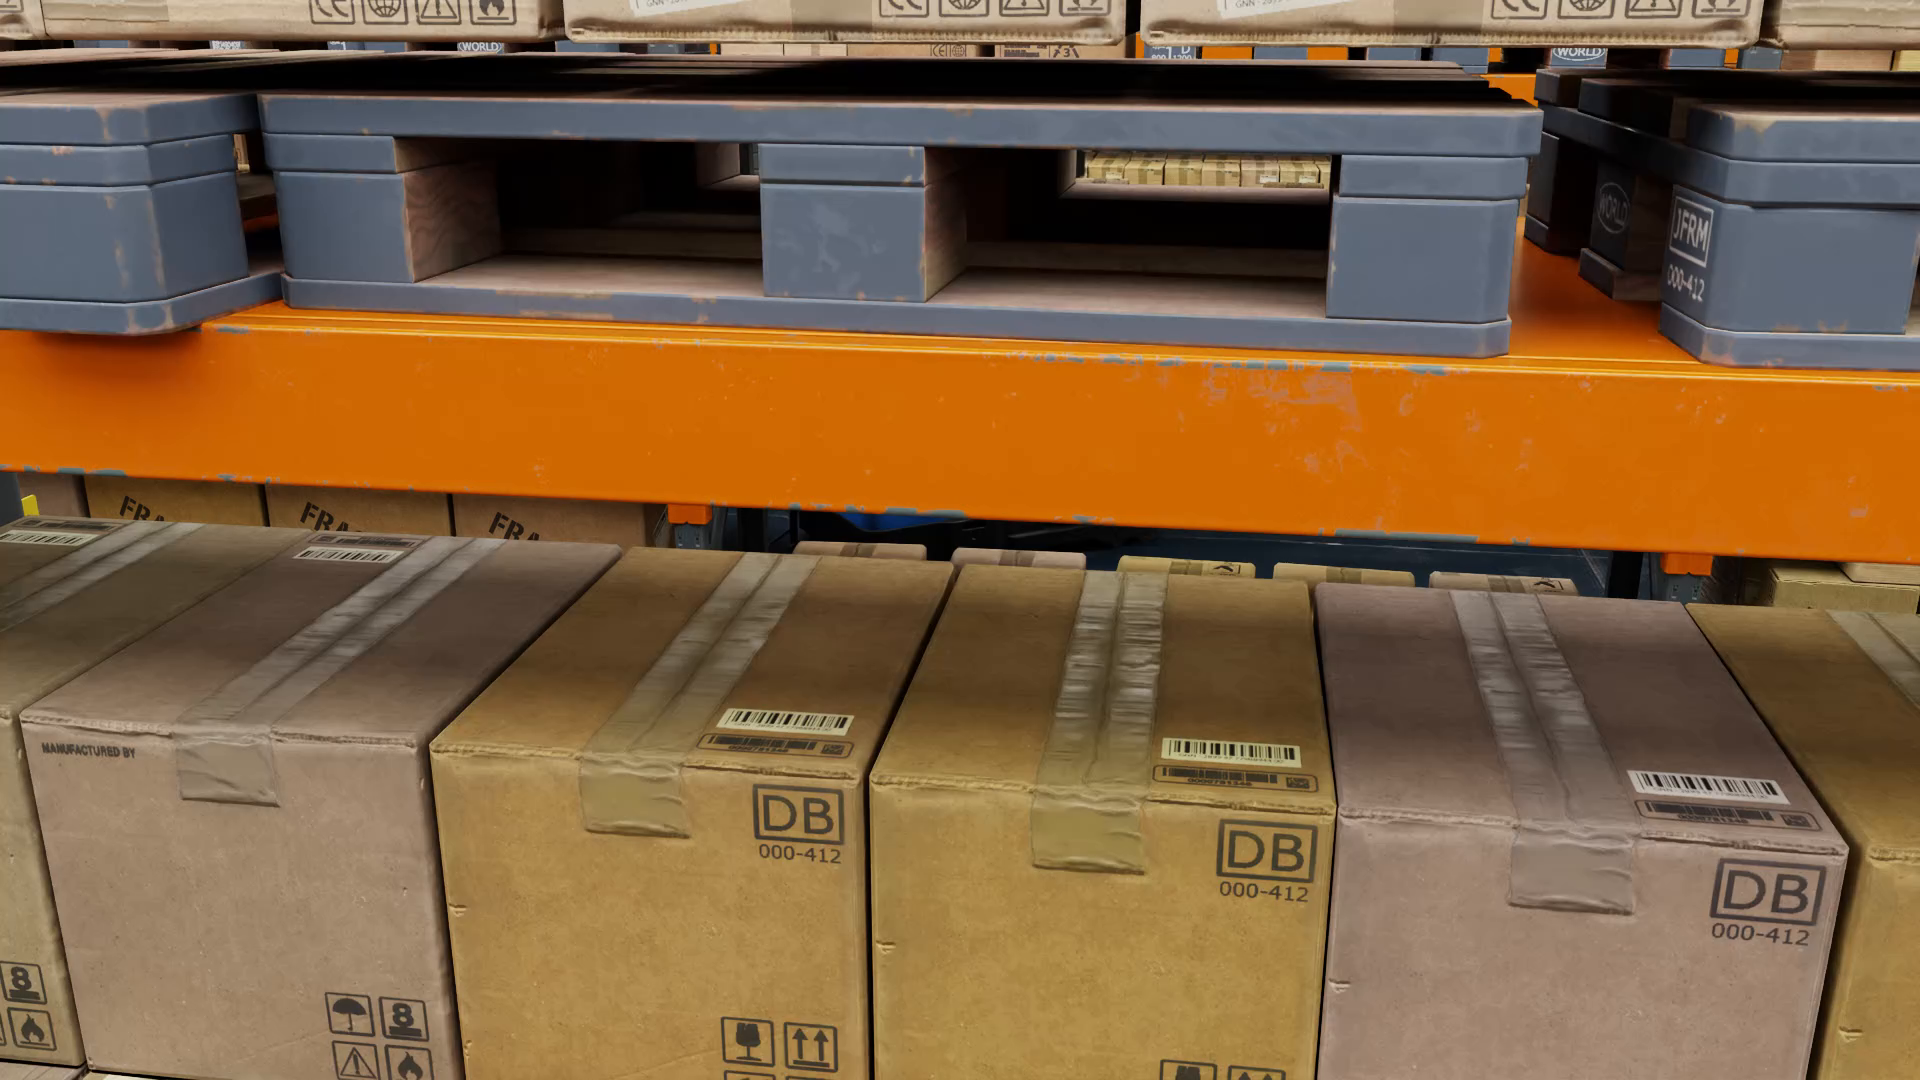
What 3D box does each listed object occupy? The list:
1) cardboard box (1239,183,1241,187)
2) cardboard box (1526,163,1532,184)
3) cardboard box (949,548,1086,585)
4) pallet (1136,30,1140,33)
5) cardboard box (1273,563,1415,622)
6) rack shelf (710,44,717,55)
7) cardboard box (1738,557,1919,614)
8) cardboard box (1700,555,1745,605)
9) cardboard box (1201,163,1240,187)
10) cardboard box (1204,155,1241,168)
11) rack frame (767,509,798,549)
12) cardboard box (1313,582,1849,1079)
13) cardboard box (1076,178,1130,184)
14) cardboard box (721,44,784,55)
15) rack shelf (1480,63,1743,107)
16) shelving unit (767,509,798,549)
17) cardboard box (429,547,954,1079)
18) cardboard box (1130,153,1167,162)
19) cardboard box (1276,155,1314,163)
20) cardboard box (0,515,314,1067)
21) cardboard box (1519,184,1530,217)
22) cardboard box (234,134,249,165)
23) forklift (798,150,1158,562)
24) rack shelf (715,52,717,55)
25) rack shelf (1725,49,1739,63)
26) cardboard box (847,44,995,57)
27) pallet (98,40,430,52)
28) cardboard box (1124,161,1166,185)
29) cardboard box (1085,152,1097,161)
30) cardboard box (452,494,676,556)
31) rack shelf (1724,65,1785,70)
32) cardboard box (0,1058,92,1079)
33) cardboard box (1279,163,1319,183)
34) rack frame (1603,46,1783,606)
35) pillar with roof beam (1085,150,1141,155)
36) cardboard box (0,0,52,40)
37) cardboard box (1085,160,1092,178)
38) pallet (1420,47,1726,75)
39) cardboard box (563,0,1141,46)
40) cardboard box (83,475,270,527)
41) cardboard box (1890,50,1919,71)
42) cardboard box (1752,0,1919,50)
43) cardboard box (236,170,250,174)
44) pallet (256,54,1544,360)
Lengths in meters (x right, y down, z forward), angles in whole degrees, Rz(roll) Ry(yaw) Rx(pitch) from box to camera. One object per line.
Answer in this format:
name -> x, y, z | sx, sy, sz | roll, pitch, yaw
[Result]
cardboard box -> 2.127, -2.260, 11.279 | 0.500, 0.250, 0.500 | 3, 19, 10
cardboard box -> 4.023, -2.518, 11.420 | 0.250, 0.149, 0.380 | 3, 19, 8
cardboard box -> 0.218, 0.369, 7.453 | 0.625, 0.372, 0.950 | 3, 19, 8
pallet -> 1.504, -3.571, 11.319 | 1.213, 0.211, 1.003 | 4, 19, 11
cardboard box -> 1.653, 0.443, 7.231 | 0.625, 0.372, 0.950 | 4, 19, 12
rack shelf -> -2.259, -3.482, 11.888 | 4.000, 0.370, 1.077 | 3, 19, 9
cardboard box -> 3.421, 0.320, 6.608 | 0.500, 0.500, 0.500 | 4, 19, 11
cardboard box -> 3.508, 0.152, 7.112 | 0.500, 0.500, 0.500 | 3, 19, 8
cardboard box -> 1.752, -2.445, 11.204 | 0.250, 0.149, 0.380 | 2, 19, 7
cardboard box -> 1.854, -2.630, 11.755 | 0.250, 0.149, 0.380 | 3, 19, 9
rack frame -> -1.046, -0.618, 9.287 | 0.032, 1.500, 0.500 | 6, 20, 18
cardboard box -> 0.698, 0.417, 2.096 | 0.500, 0.500, 0.700 | 3, 19, 9
cardboard box -> 0.592, -1.446, 7.086 | 0.250, 0.149, 0.380 | 2, 19, 6
cardboard box -> -0.784, -1.979, 6.658 | 0.250, 0.149, 0.380 | 3, 19, 9
rack shelf -> 0.907, -1.725, 6.638 | 4.000, 0.370, 1.077 | 3, 19, 9
shelving unit -> -1.525, -0.672, 9.448 | 1.048, 1.500, 0.538 | 6, 20, 18
cardboard box -> -0.305, 0.366, 2.249 | 0.500, 0.500, 0.700 | 3, 19, 8
cardboard box -> 1.350, -2.677, 11.897 | 0.250, 0.149, 0.380 | 3, 19, 8
cardboard box -> 2.352, -2.608, 11.690 | 0.250, 0.149, 0.380 | 3, 19, 9
cardboard box -> -1.312, 0.316, 2.399 | 0.500, 0.500, 0.700 | 3, 19, 8
cardboard box -> 2.473, -1.373, 6.868 | 0.250, 0.149, 0.380 | 3, 19, 8
cardboard box -> -5.662, -3.085, 12.881 | 0.500, 0.500, 0.500 | 2, 19, 7
forklift -> 0.594, -1.498, 9.660 | 3.031, 2.935, 1.130 | -9, 21, -26
rack shelf -> -3.043, -1.926, 7.240 | 4.000, 0.370, 1.077 | 3, 19, 9
rack shelf -> 5.640, -3.079, 10.685 | 4.000, 0.370, 1.077 | 3, 19, 9
cardboard box -> -0.134, -2.164, 6.657 | 0.500, 0.500, 0.700 | 3, 19, 9
pallet -> -2.817, -2.149, 7.067 | 1.213, 0.211, 1.003 | 4, 19, 11
cardboard box -> 1.260, -2.485, 11.322 | 0.250, 0.149, 0.380 | 3, 19, 10
cardboard box -> 0.844, -2.701, 11.968 | 0.250, 0.149, 0.380 | 3, 19, 8
cardboard box -> -1.737, 0.003, 7.753 | 0.875, 0.875, 0.875 | 3, 19, 8
rack shelf -> 4.856, -1.524, 6.036 | 4.000, 0.370, 1.077 | 3, 19, 9
cardboard box -> -1.353, 0.871, 2.314 | 0.500, 0.500, 0.500 | 3, 19, 9
cardboard box -> 2.272, -2.442, 11.193 | 0.250, 0.149, 0.380 | 2, 19, 7
rack frame -> 2.881, -0.543, 6.699 | 0.127, 3.000, 1.000 | 3, 19, 9
pillar with roof beam -> 0.463, -4.013, 7.614 | 0.400, 9.000, 9.100 | 3, 19, 9
cardboard box -> -1.074, -0.710, 1.792 | 0.500, 0.311, 0.500 | 3, 19, 9
cardboard box -> 0.765, -2.519, 11.425 | 0.250, 0.149, 0.380 | 3, 19, 9
pallet -> 2.289, -1.941, 6.445 | 1.003, 0.211, 1.213 | 3, 19, 9
cardboard box -> -0.072, -0.659, 1.639 | 0.500, 0.311, 0.500 | 3, 19, 8
cardboard box -> -3.499, -0.088, 8.026 | 0.875, 0.875, 0.875 | 3, 19, 10
cardboard box -> 3.400, -1.722, 5.892 | 0.250, 0.149, 0.380 | 3, 19, 9
cardboard box -> 0.942, -0.578, 1.494 | 0.500, 0.250, 0.500 | 3, 19, 8
cardboard box -> -3.013, -1.447, 7.666 | 0.500, 0.500, 0.500 | 3, 19, 10
pallet -> -0.005, -0.450, 1.992 | 1.213, 0.211, 1.003 | 4, 19, 11
